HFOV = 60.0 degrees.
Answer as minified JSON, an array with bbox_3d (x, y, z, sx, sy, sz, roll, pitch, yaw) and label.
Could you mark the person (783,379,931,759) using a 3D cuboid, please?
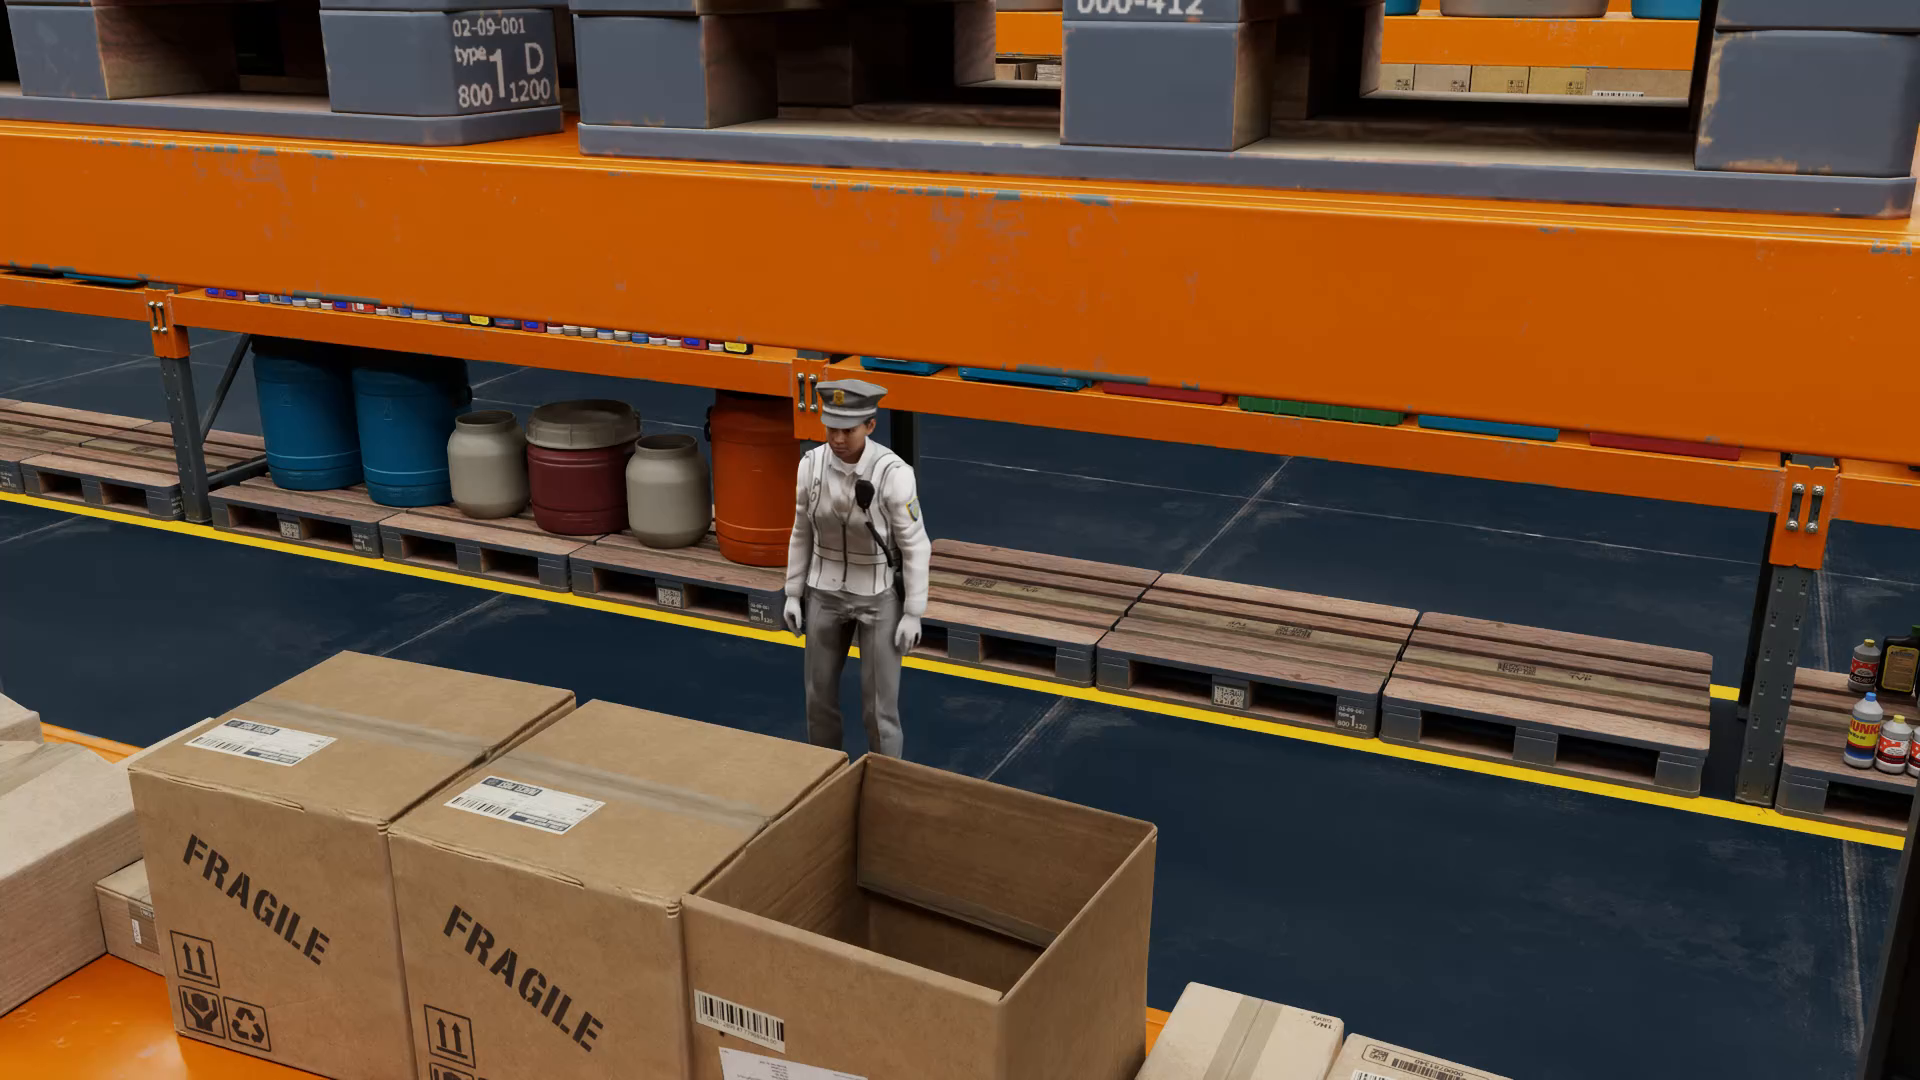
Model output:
[{"bbox_3d":[-0.370,0.231,5.889,0.547,1.667,0.369,7,20,20],"label":"person"}]
